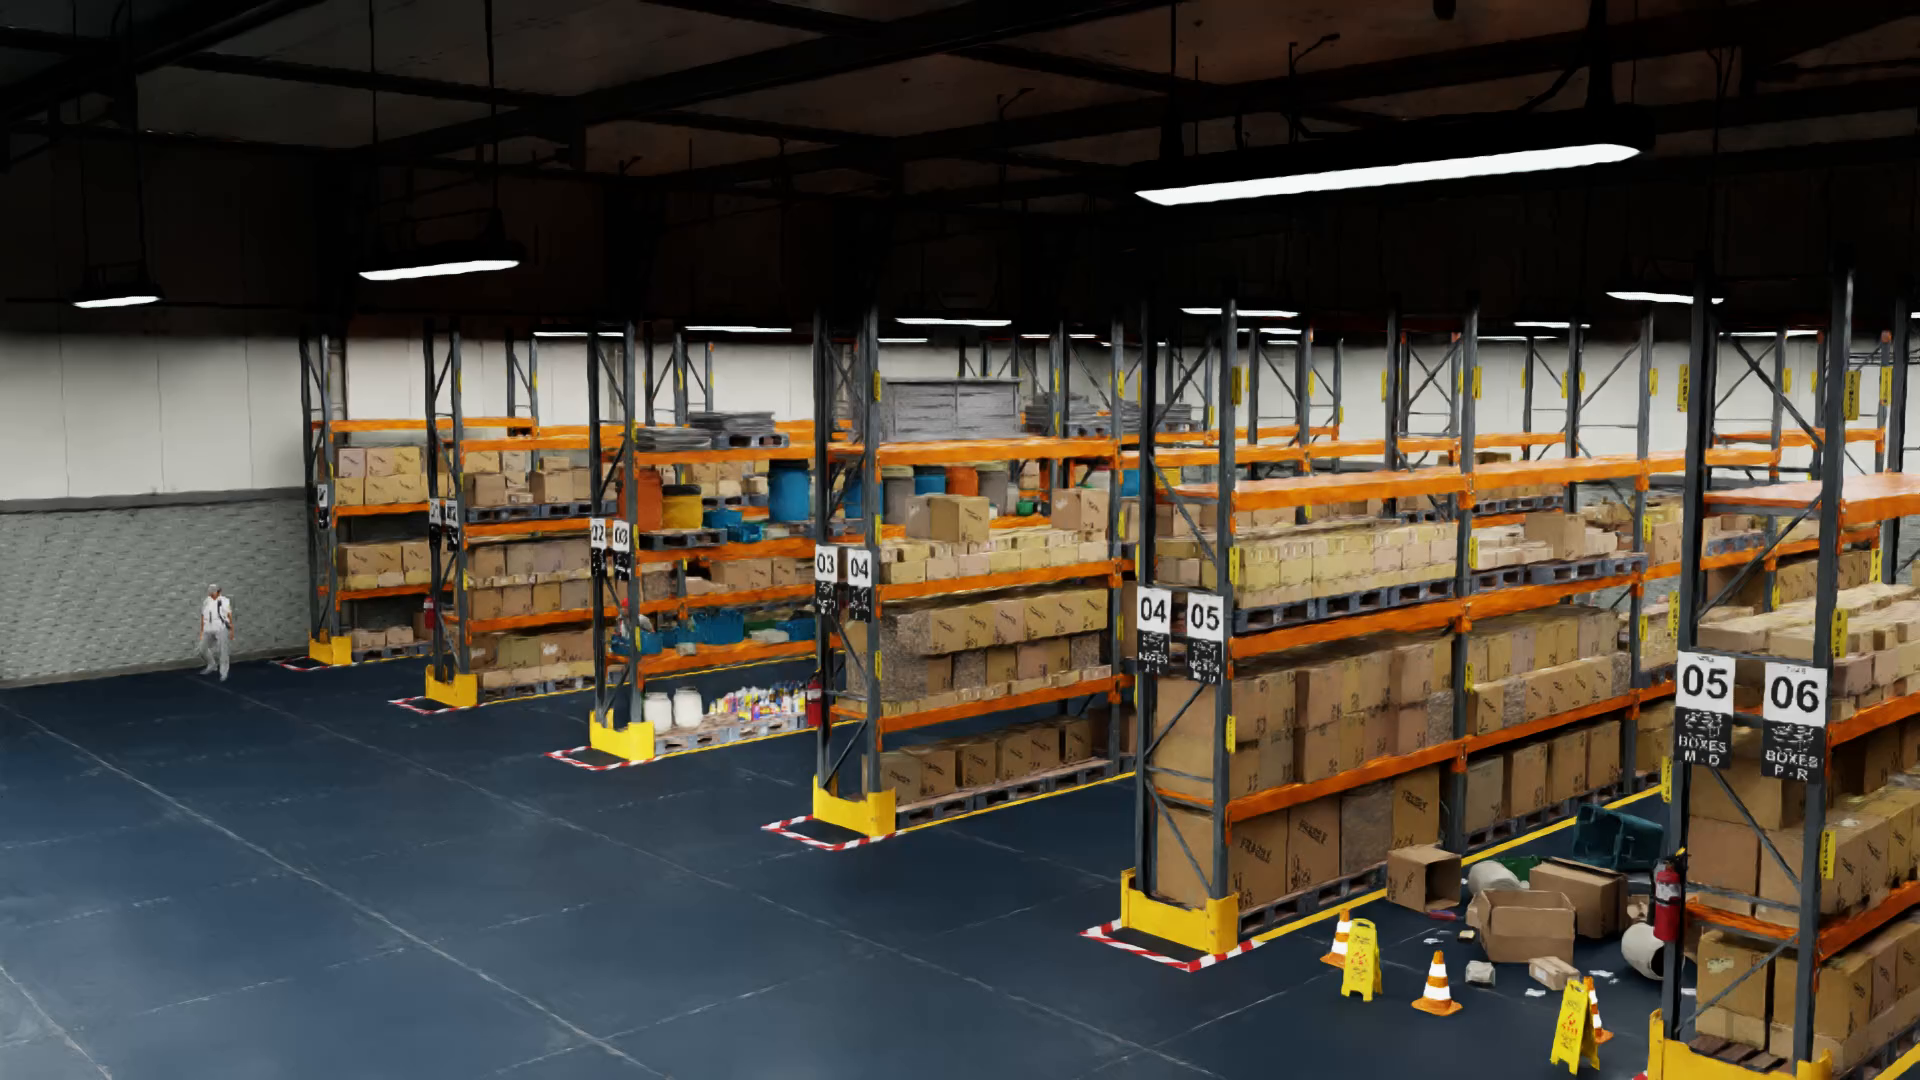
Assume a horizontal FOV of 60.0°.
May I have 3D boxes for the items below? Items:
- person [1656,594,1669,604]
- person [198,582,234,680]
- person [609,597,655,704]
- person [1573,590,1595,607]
[{"bbox_3d":[10.939,1.699,25.922,1.193,1.672,0.598,-5,8,-40],"label":"person"},{"bbox_3d":[-12.586,1.517,28.019,0.692,1.656,0.539,1,6,6],"label":"person"},{"bbox_3d":[-4.996,1.718,25.570,0.686,1.716,0.829,3,7,29],"label":"person"},{"bbox_3d":[11.795,1.197,31.606,0.474,1.571,0.491,1,6,8],"label":"person"}]
